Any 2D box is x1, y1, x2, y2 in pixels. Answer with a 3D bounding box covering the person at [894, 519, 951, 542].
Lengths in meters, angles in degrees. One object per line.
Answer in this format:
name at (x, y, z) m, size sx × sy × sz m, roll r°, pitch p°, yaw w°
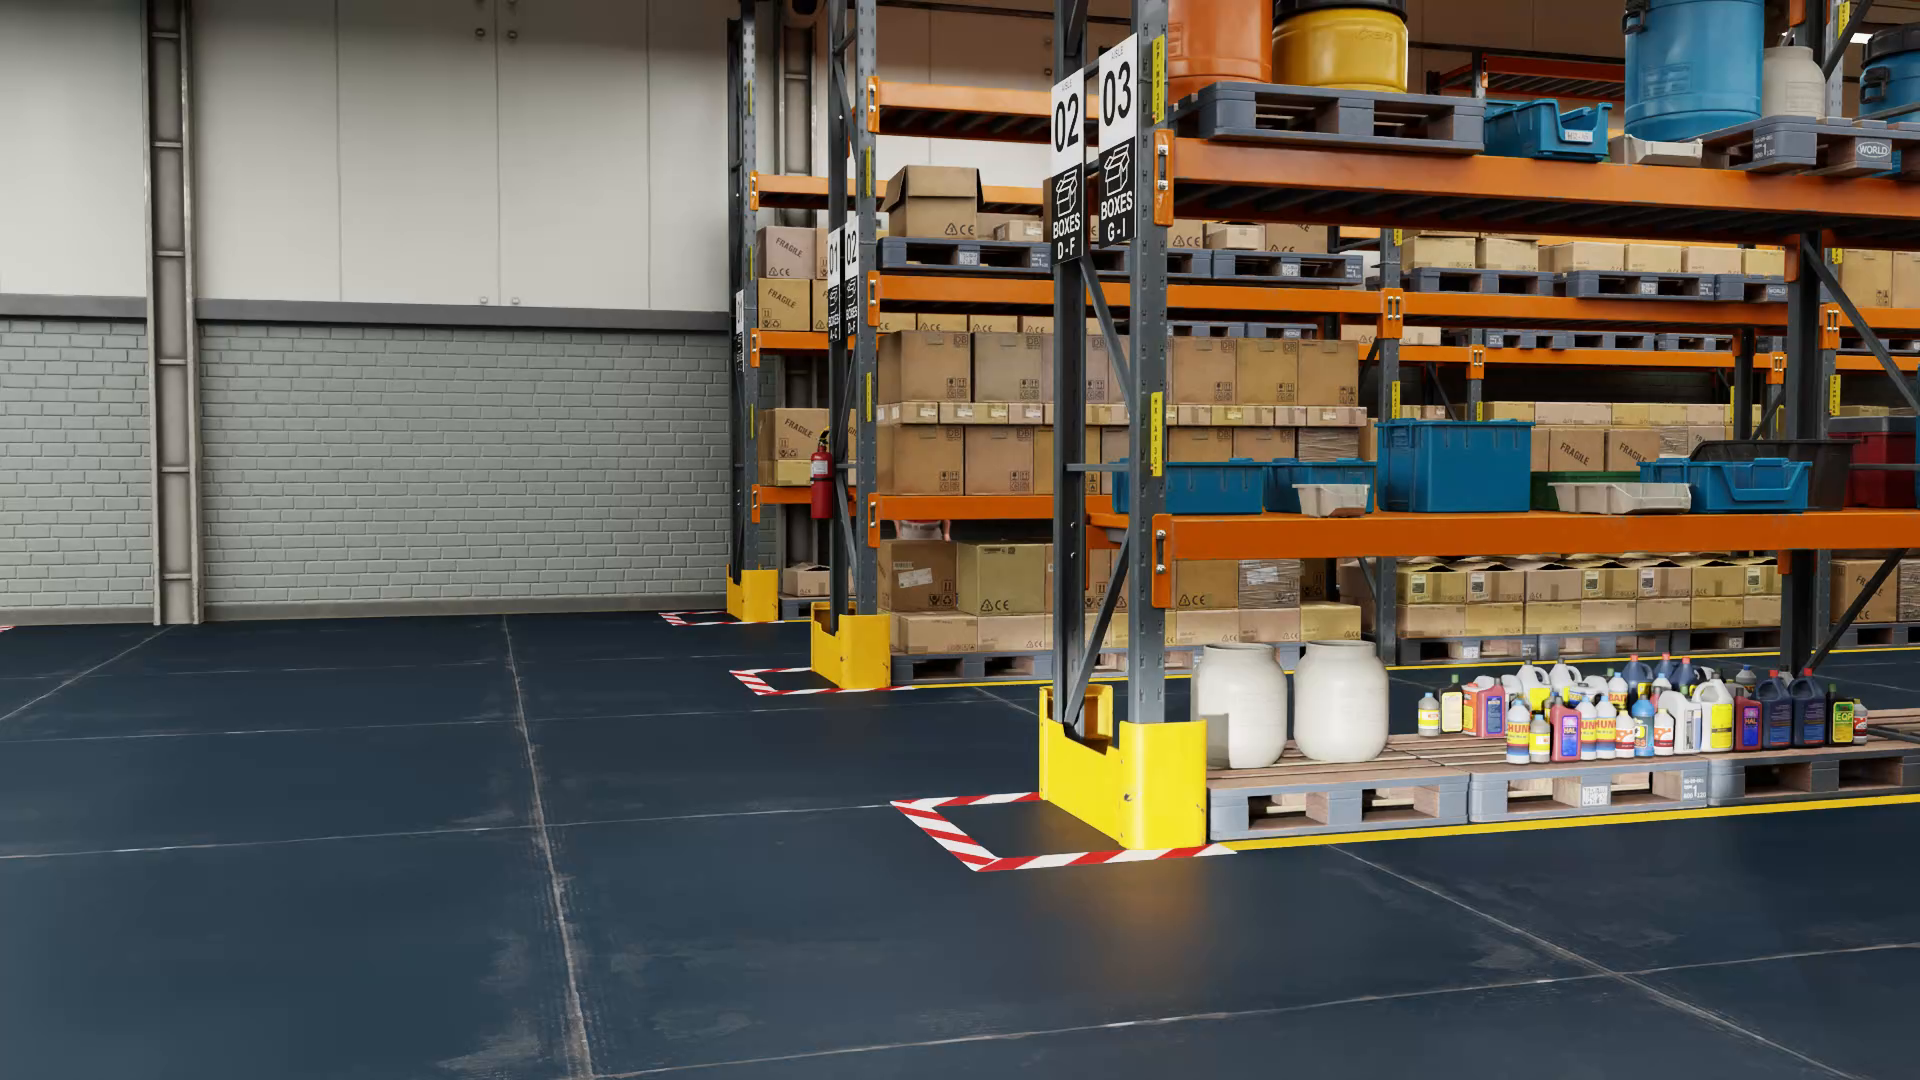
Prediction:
person at (-0.335, -0.003, 14.932) m, size 0.544 × 1.705 × 0.350 m, roll -1°, pitch 3°, yaw -15°
